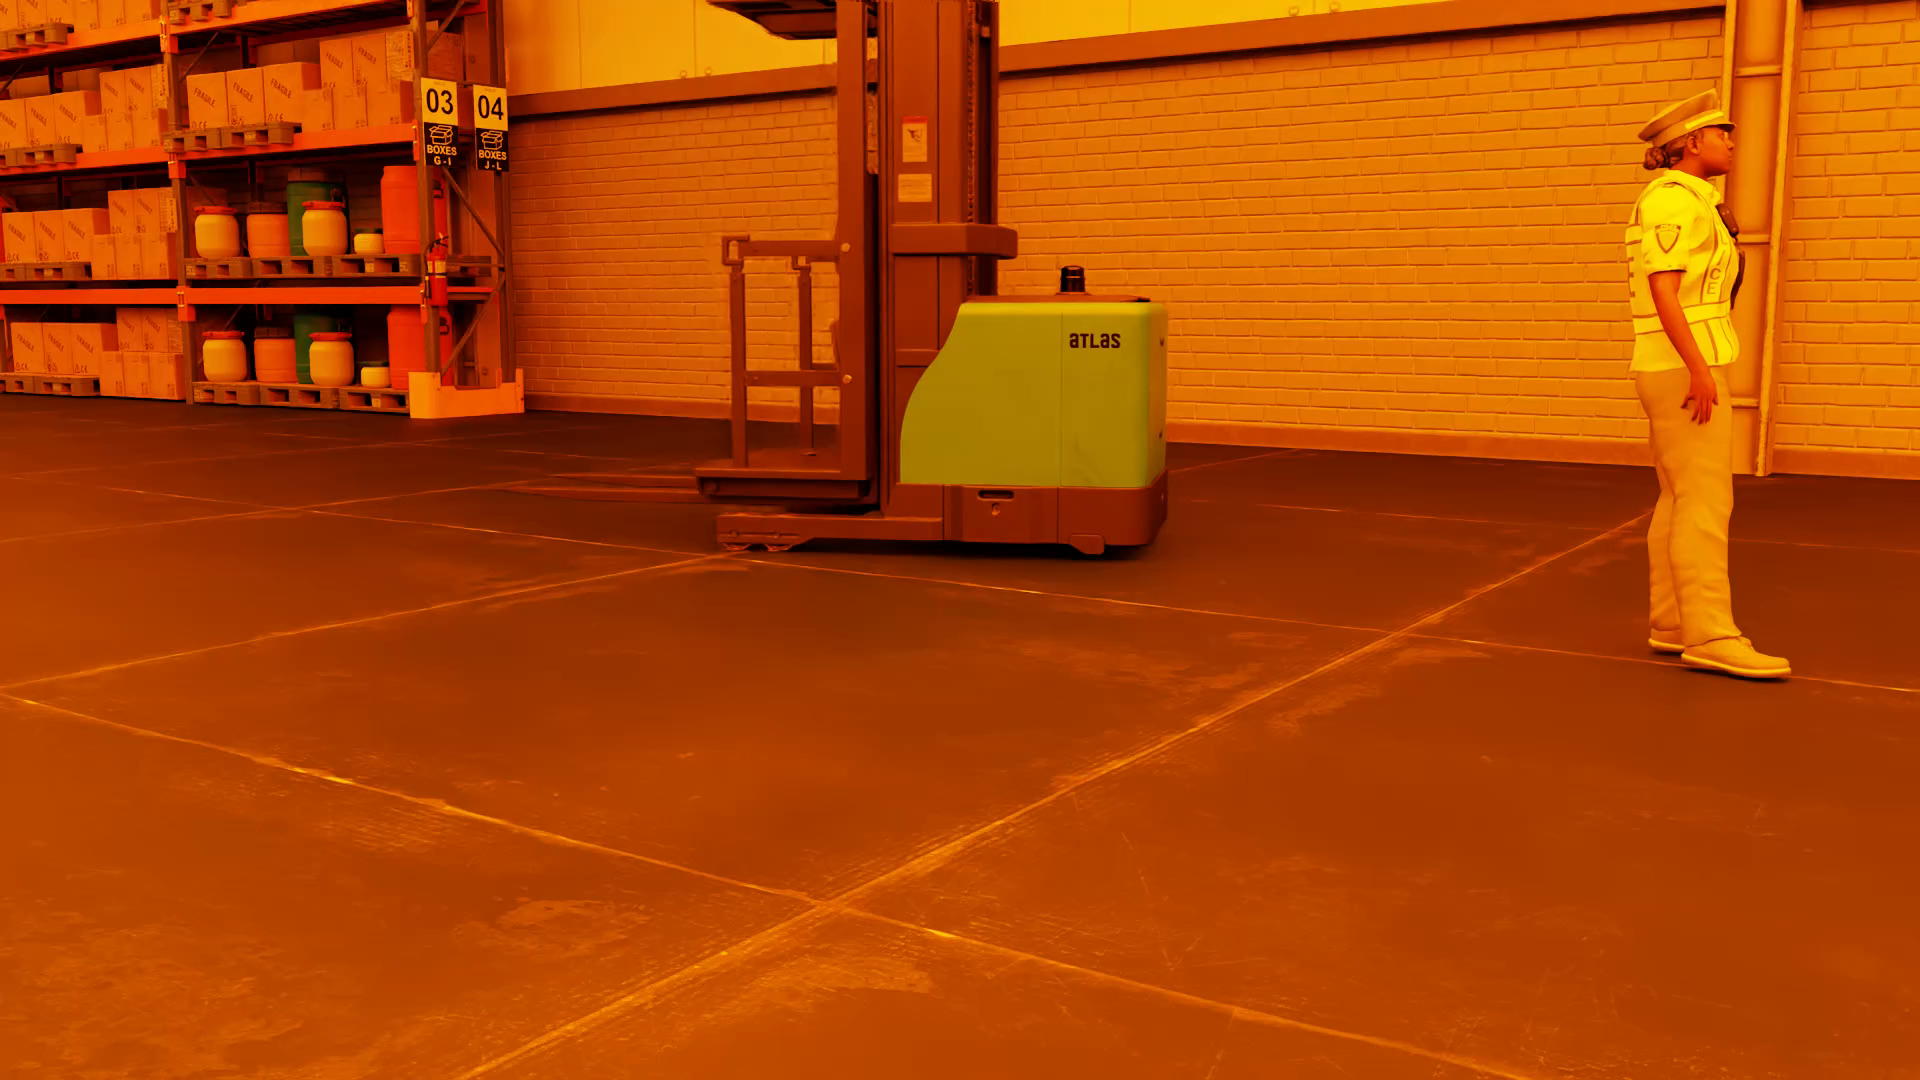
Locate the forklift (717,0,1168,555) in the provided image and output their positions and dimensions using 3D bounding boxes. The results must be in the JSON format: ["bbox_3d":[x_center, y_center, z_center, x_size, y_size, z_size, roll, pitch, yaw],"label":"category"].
[{"bbox_3d":[-0.596,-1.469,7.520,3.031,2.935,1.130,2,8,12],"label":"forklift"}]

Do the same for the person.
[{"bbox_3d":[2.190,-0.525,4.992,0.393,1.631,0.511,4,9,27],"label":"person"}]
